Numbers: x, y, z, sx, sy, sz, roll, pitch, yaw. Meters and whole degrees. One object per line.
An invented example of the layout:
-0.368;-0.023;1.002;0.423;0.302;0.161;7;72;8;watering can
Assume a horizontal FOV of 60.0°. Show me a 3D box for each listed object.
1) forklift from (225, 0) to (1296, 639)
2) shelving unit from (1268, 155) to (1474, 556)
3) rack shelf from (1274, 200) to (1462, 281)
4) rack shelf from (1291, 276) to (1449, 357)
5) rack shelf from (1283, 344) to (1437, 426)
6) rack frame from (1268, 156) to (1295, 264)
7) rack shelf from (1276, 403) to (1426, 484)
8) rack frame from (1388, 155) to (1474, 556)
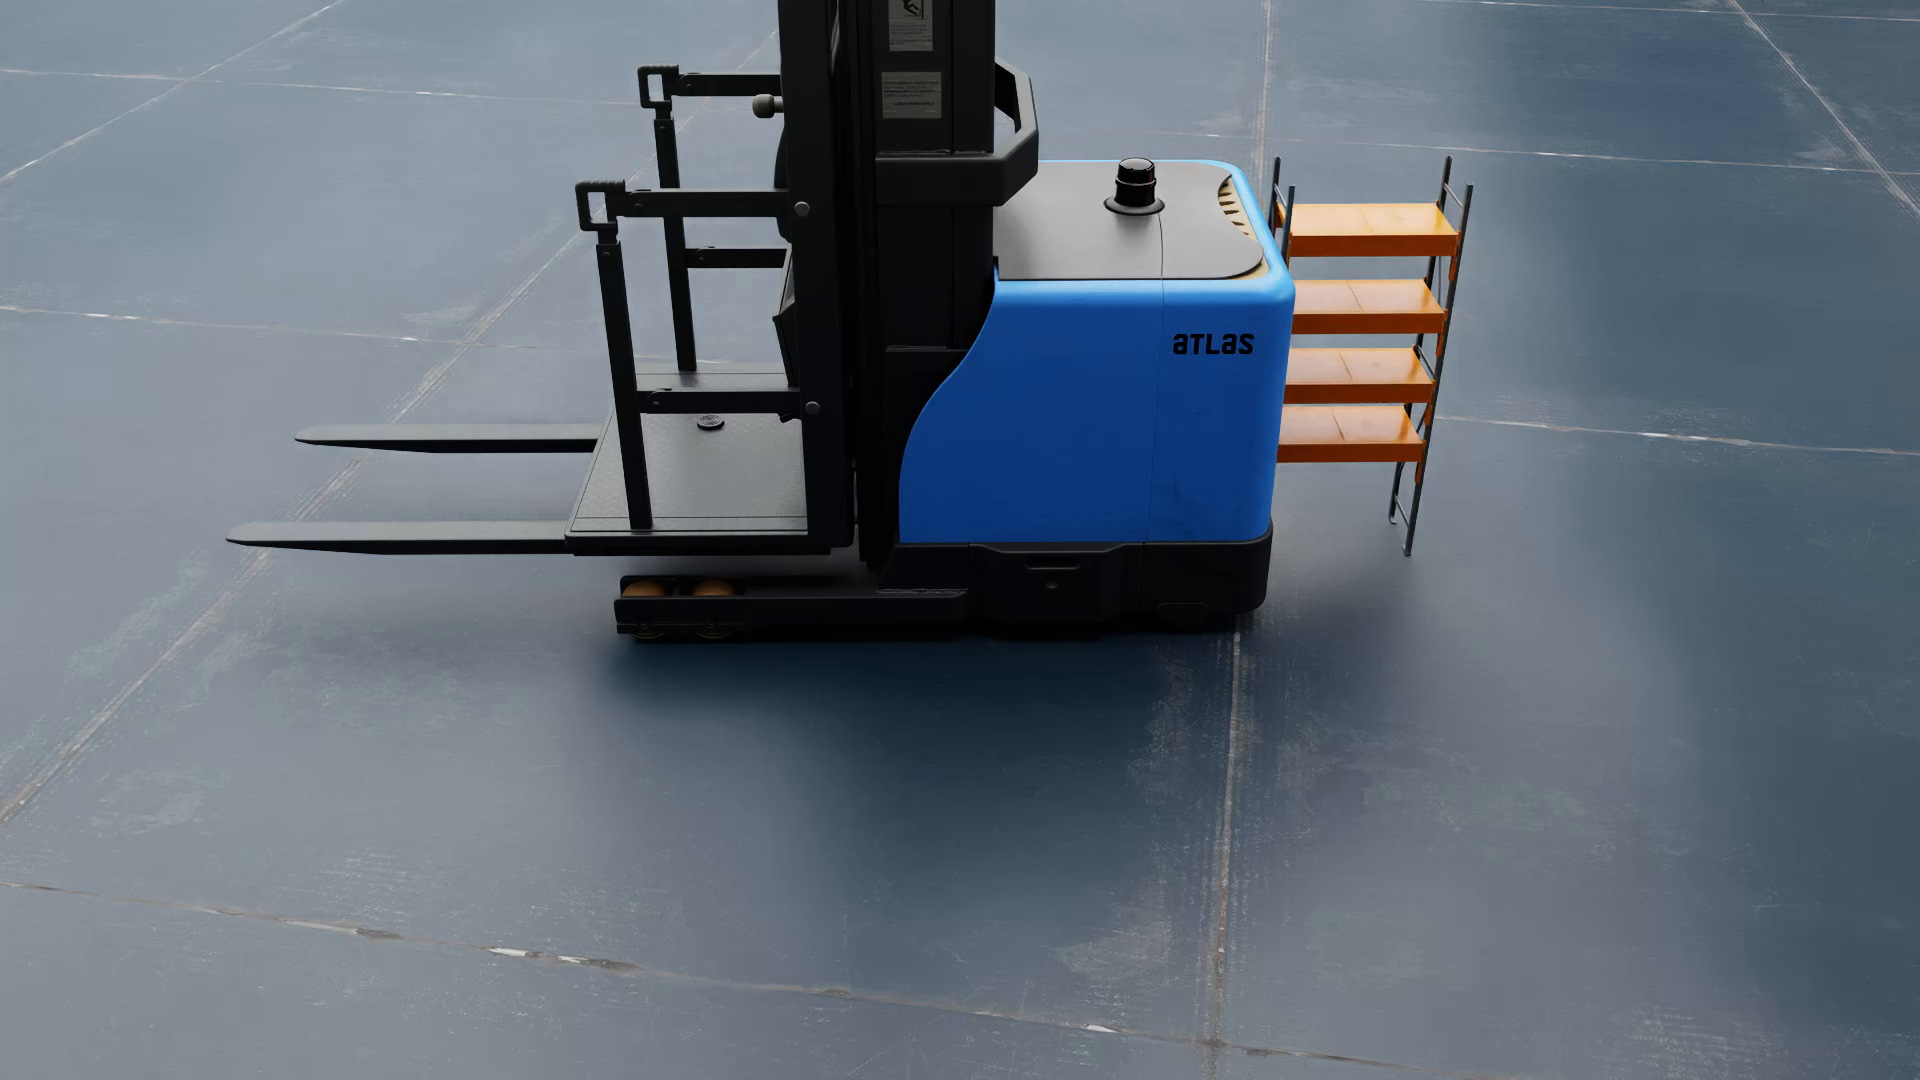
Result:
-0.627;-1.239;4.468;3.031;2.935;1.130;0;32;0;forklift
1.149;-0.522;4.953;0.503;1.200;0.258;0;32;-1;shelving unit
1.149;-0.855;4.745;0.480;0.148;0.258;0;32;-1;rack shelf
1.149;-0.655;4.870;0.480;0.148;0.258;0;32;-1;rack shelf
1.149;-0.465;4.989;0.480;0.148;0.258;0;32;-1;rack shelf
0.905;-0.520;4.950;0.015;1.200;0.240;0;32;-1;rack frame
1.149;-0.297;5.094;0.480;0.148;0.258;0;32;-1;rack shelf
1.393;-0.524;4.956;0.015;1.200;0.240;0;32;-1;rack frame
